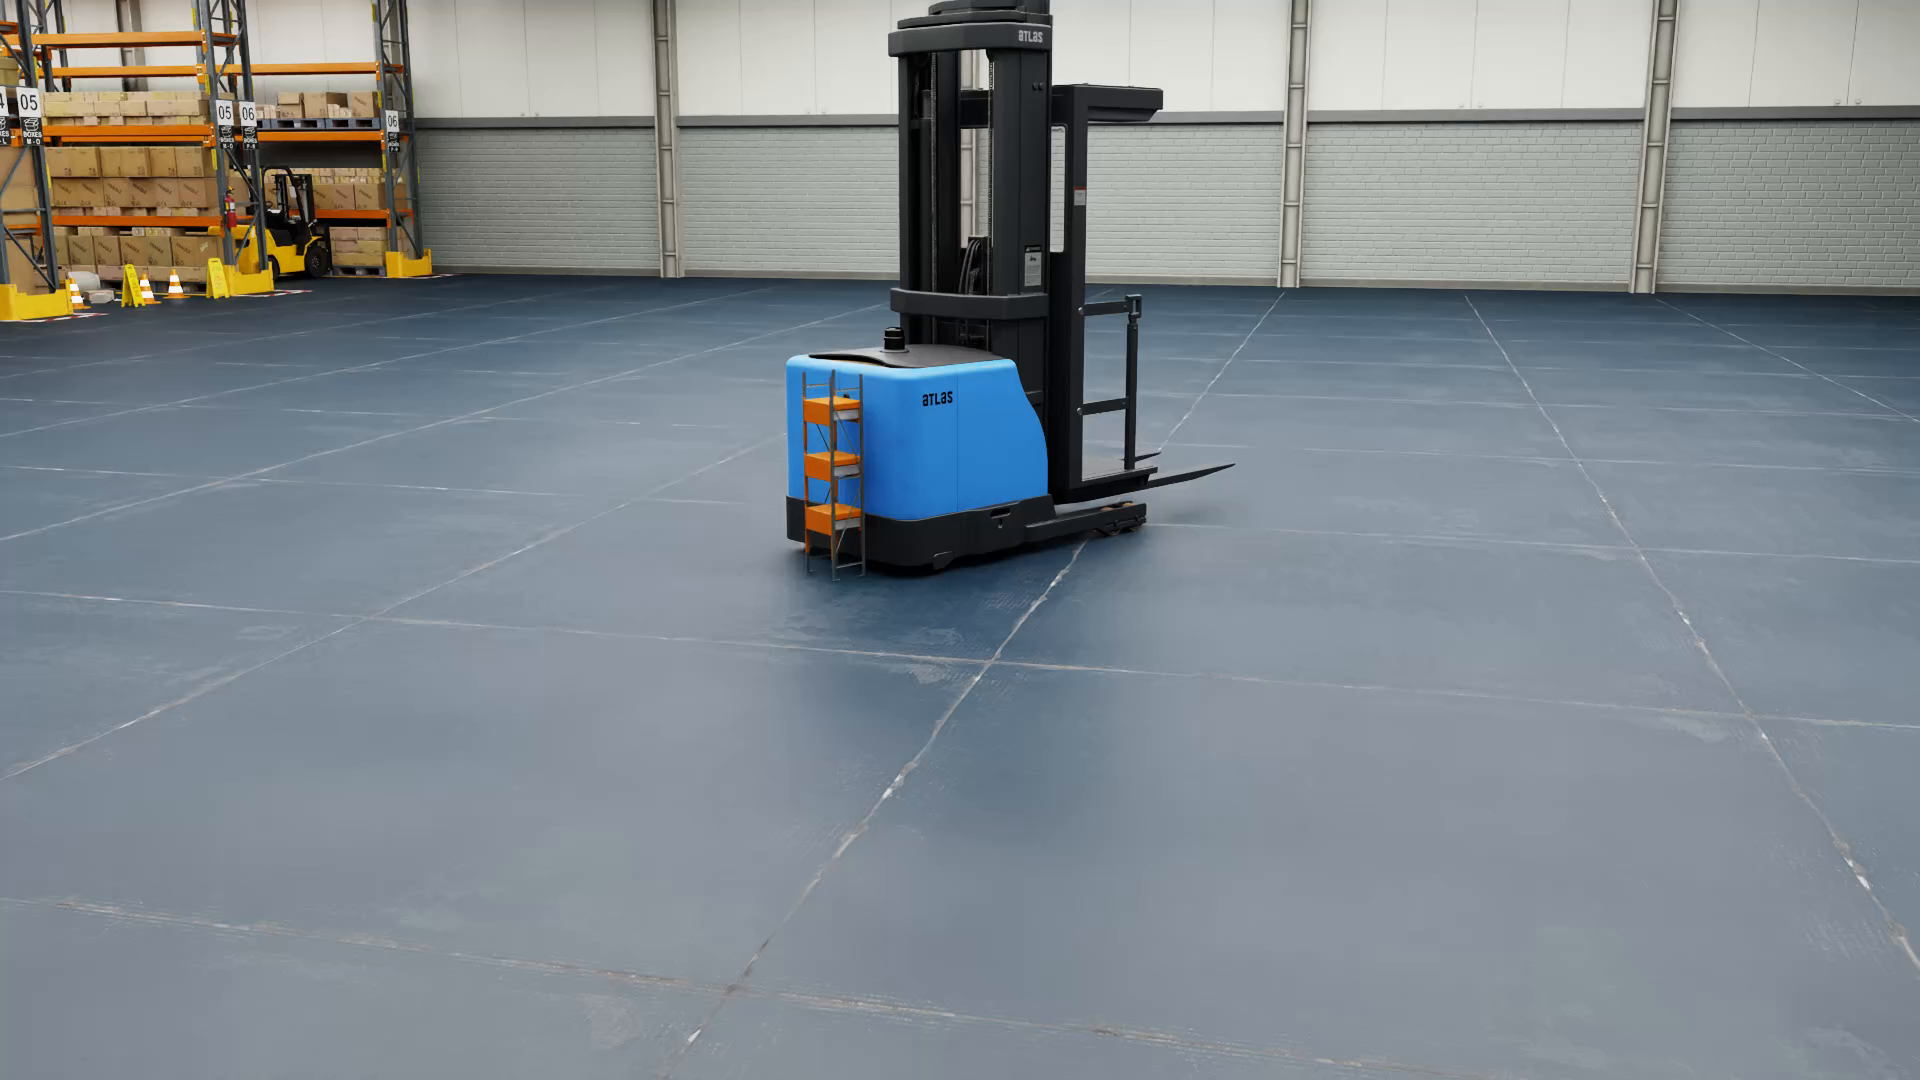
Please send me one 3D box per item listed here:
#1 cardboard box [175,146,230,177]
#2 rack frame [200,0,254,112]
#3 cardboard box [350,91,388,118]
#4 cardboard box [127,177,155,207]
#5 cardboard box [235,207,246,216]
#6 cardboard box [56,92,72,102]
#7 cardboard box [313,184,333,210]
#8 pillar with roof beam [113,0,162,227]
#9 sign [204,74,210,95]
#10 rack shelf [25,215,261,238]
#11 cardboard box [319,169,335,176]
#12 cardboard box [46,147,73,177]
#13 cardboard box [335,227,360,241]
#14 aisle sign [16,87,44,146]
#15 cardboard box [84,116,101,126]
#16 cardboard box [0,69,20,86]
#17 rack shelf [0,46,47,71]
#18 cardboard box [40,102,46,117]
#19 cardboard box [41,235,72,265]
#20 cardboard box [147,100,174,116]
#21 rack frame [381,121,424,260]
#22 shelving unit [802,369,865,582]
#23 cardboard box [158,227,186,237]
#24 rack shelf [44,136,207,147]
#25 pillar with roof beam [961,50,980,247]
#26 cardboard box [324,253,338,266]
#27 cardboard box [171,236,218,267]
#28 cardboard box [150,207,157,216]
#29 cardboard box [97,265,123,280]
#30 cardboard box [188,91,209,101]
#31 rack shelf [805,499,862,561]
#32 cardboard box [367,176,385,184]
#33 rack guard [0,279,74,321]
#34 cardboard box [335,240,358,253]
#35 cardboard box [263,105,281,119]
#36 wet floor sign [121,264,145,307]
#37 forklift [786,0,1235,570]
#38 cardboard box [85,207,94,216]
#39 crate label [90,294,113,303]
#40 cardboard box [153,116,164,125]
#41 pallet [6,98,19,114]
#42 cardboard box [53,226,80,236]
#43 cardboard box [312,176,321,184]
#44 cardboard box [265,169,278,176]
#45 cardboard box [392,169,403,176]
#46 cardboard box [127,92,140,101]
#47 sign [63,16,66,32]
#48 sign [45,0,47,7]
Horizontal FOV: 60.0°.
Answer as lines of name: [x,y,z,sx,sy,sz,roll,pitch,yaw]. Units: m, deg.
cardboard box: [-12.791,-6.385,28.085,0.500,0.500,0.700,3,13,12]
rack frame: [-12.243,-8.651,27.674,0.127,3.000,1.000,3,13,14]
cardboard box: [-11.545,-8.505,32.510,0.500,0.500,0.500,3,13,15]
cardboard box: [-13.805,-5.940,28.389,0.500,0.500,0.500,3,13,13]
cardboard box: [-12.523,-5.661,28.627,0.250,0.149,0.380,3,13,14]
cardboard box: [-15.136,-7.534,28.303,0.250,0.149,0.380,3,13,13]
cardboard box: [-12.597,-6.841,33.135,0.500,0.500,0.500,3,13,12]
pillar with roof beam: [-18.374,-9.327,30.720,0.400,9.000,9.100,3,13,14]
sign: [-12.395,-7.503,27.382,0.005,0.325,0.100,3,13,14]
rack shelf: [-14.184,-5.475,28.870,4.000,0.370,1.077,3,13,14]
cardboard box: [-12.466,-7.284,32.949,0.250,0.149,0.380,3,13,15]
cardboard box: [-15.260,-6.512,28.660,0.500,0.500,0.700,3,13,14]
cardboard box: [-12.076,-6.101,33.100,0.500,0.250,0.500,3,13,15]
aisle sign: [-13.190,-6.005,23.595,0.004,0.787,0.394,3,13,14]
cardboard box: [-14.652,-7.118,28.272,0.250,0.149,0.380,3,13,12]
cardboard box: [-13.737,-6.545,23.568,0.500,0.250,0.500,3,13,13]
rack shelf: [-18.068,-8.416,29.199,4.000,0.370,1.077,3,13,14]
cardboard box: [-15.764,-7.386,28.557,0.500,0.250,0.500,3,13,12]
cardboard box: [-15.618,-5.071,29.037,0.500,0.500,0.500,4,13,16]
cardboard box: [-13.289,-7.258,27.979,0.500,0.250,0.500,3,13,13]
rack frame: [-11.057,-6.766,33.030,0.127,3.000,1.000,3,13,14]
shelving unit: [-0.647,-0.334,8.541,0.215,1.050,0.252,-10,16,-38]
cardboard box: [-13.455,-5.259,28.388,0.250,0.149,0.380,3,13,15]
rack shelf: [-16.882,-8.191,34.186,4.000,0.370,1.077,3,13,14]
pillar with roof beam: [-0.898,-8.393,26.510,0.400,9.000,9.100,3,13,14]
cardboard box: [-12.553,-5.642,33.343,0.500,0.250,0.500,3,13,14]
cardboard box: [-13.083,-4.938,28.436,0.500,0.500,0.500,3,13,14]
cardboard box: [-13.645,-5.631,28.495,0.250,0.149,0.380,3,13,14]
cardboard box: [-14.581,-4.653,28.883,0.500,0.250,0.500,3,13,13]
cardboard box: [-12.642,-7.409,27.739,0.250,0.149,0.380,3,13,14]
rack shelf: [-0.647,-0.053,8.604,0.215,0.259,0.240,-10,16,-38]
cardboard box: [-11.461,-7.091,32.764,0.250,0.149,0.380,3,13,14]
rack guard: [-13.307,-3.454,23.874,0.348,0.500,1.175,3,13,14]
cardboard box: [-12.089,-5.861,33.173,0.500,0.250,0.500,3,13,13]
cardboard box: [-13.572,-8.486,32.964,0.258,0.266,0.396,3,13,12]
wet floor sign: [-12.828,-3.942,25.734,0.232,0.644,0.267,1,13,4]
forklift: [0.449,-1.526,9.568,3.031,2.935,1.130,-12,17,-43]
cardboard box: [-14.876,-5.686,28.743,0.250,0.149,0.380,3,13,13]
crate label: [-13.683,-3.852,26.506,0.298,0.136,0.250,-4,13,-16]
cardboard box: [-13.385,-7.078,28.089,0.250,0.149,0.380,3,13,14]
pallet: [-14.053,-6.133,23.457,1.213,0.211,1.003,3,13,14]
cardboard box: [-15.511,-5.369,28.881,0.250,0.149,0.380,3,13,14]
cardboard box: [-12.712,-7.152,33.041,0.250,0.149,0.380,3,13,14]
cardboard box: [-13.693,-7.357,33.277,0.250,0.149,0.380,3,13,13]
cardboard box: [-11.332,-7.339,33.198,0.250,0.149,0.380,3,13,12]
cardboard box: [-13.852,-7.497,28.137,0.250,0.149,0.380,3,13,12]
sign: [-18.694,-10.760,34.660,0.005,0.325,0.100,3,13,14]
sign: [-15.978,-9.466,29.010,0.005,0.325,0.100,3,13,14]
